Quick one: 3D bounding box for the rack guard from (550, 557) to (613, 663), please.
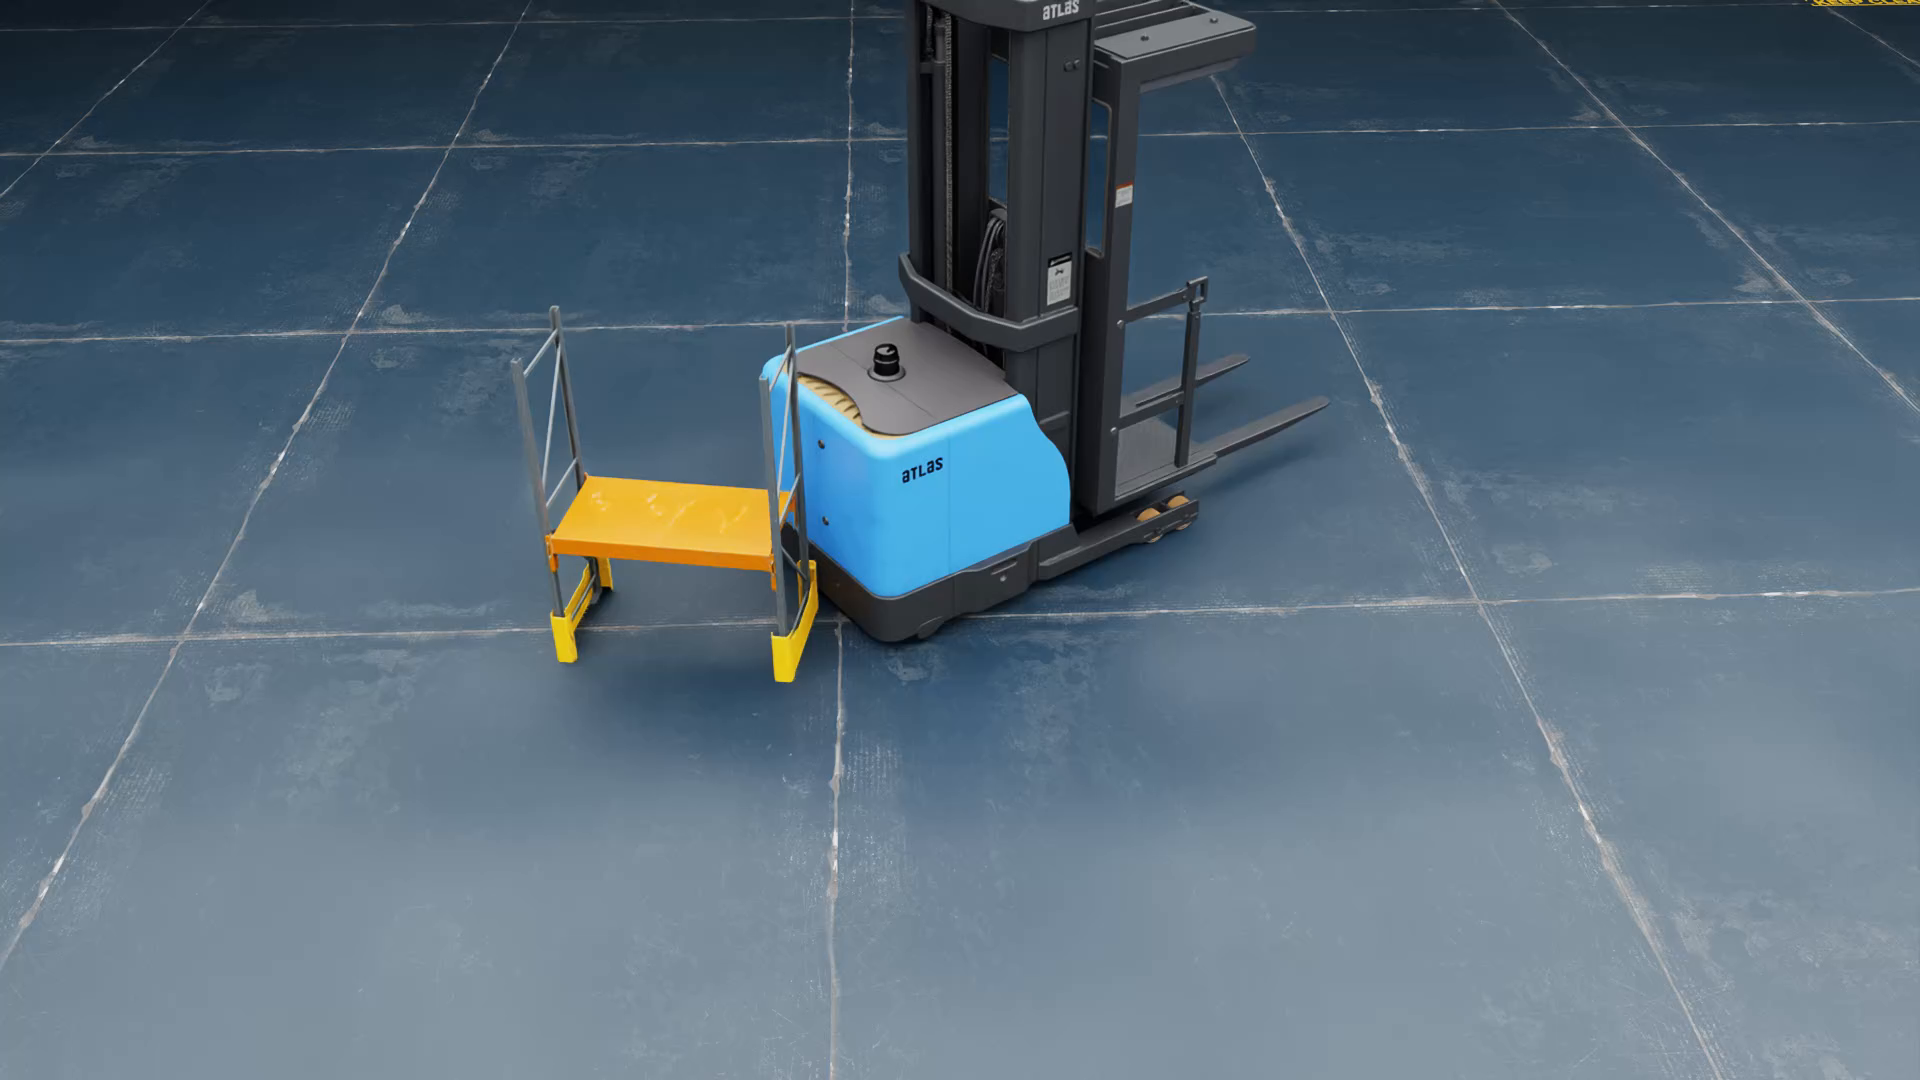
[{"bbox_3d":[-1.728,0.282,7.623,0.087,0.250,0.587,5,35,7],"label":"rack guard"}]

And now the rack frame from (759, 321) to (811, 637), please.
[{"bbox_3d":[-0.740,-0.153,7.153,0.032,1.500,0.500,5,35,7],"label":"rack frame"}]

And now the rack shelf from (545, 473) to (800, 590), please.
[{"bbox_3d":[-1.244,-0.045,7.314,1.000,0.185,0.538,5,35,7],"label":"rack shelf"}]

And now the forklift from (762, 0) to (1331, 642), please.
[{"bbox_3d":[0.577,-1.413,7.717,3.031,2.935,1.130,-23,41,-29],"label":"forklift"}]

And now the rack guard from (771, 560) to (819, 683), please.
[{"bbox_3d":[-0.742,0.361,7.509,0.087,0.250,0.587,5,35,7],"label":"rack guard"}]

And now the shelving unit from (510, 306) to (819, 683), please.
[{"bbox_3d":[-1.235,-0.192,7.210,1.083,1.500,0.587,5,35,7],"label":"shelving unit"}]

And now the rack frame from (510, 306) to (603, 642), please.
[{"bbox_3d":[-1.747,-0.233,7.269,0.032,1.500,0.500,5,35,7],"label":"rack frame"}]
